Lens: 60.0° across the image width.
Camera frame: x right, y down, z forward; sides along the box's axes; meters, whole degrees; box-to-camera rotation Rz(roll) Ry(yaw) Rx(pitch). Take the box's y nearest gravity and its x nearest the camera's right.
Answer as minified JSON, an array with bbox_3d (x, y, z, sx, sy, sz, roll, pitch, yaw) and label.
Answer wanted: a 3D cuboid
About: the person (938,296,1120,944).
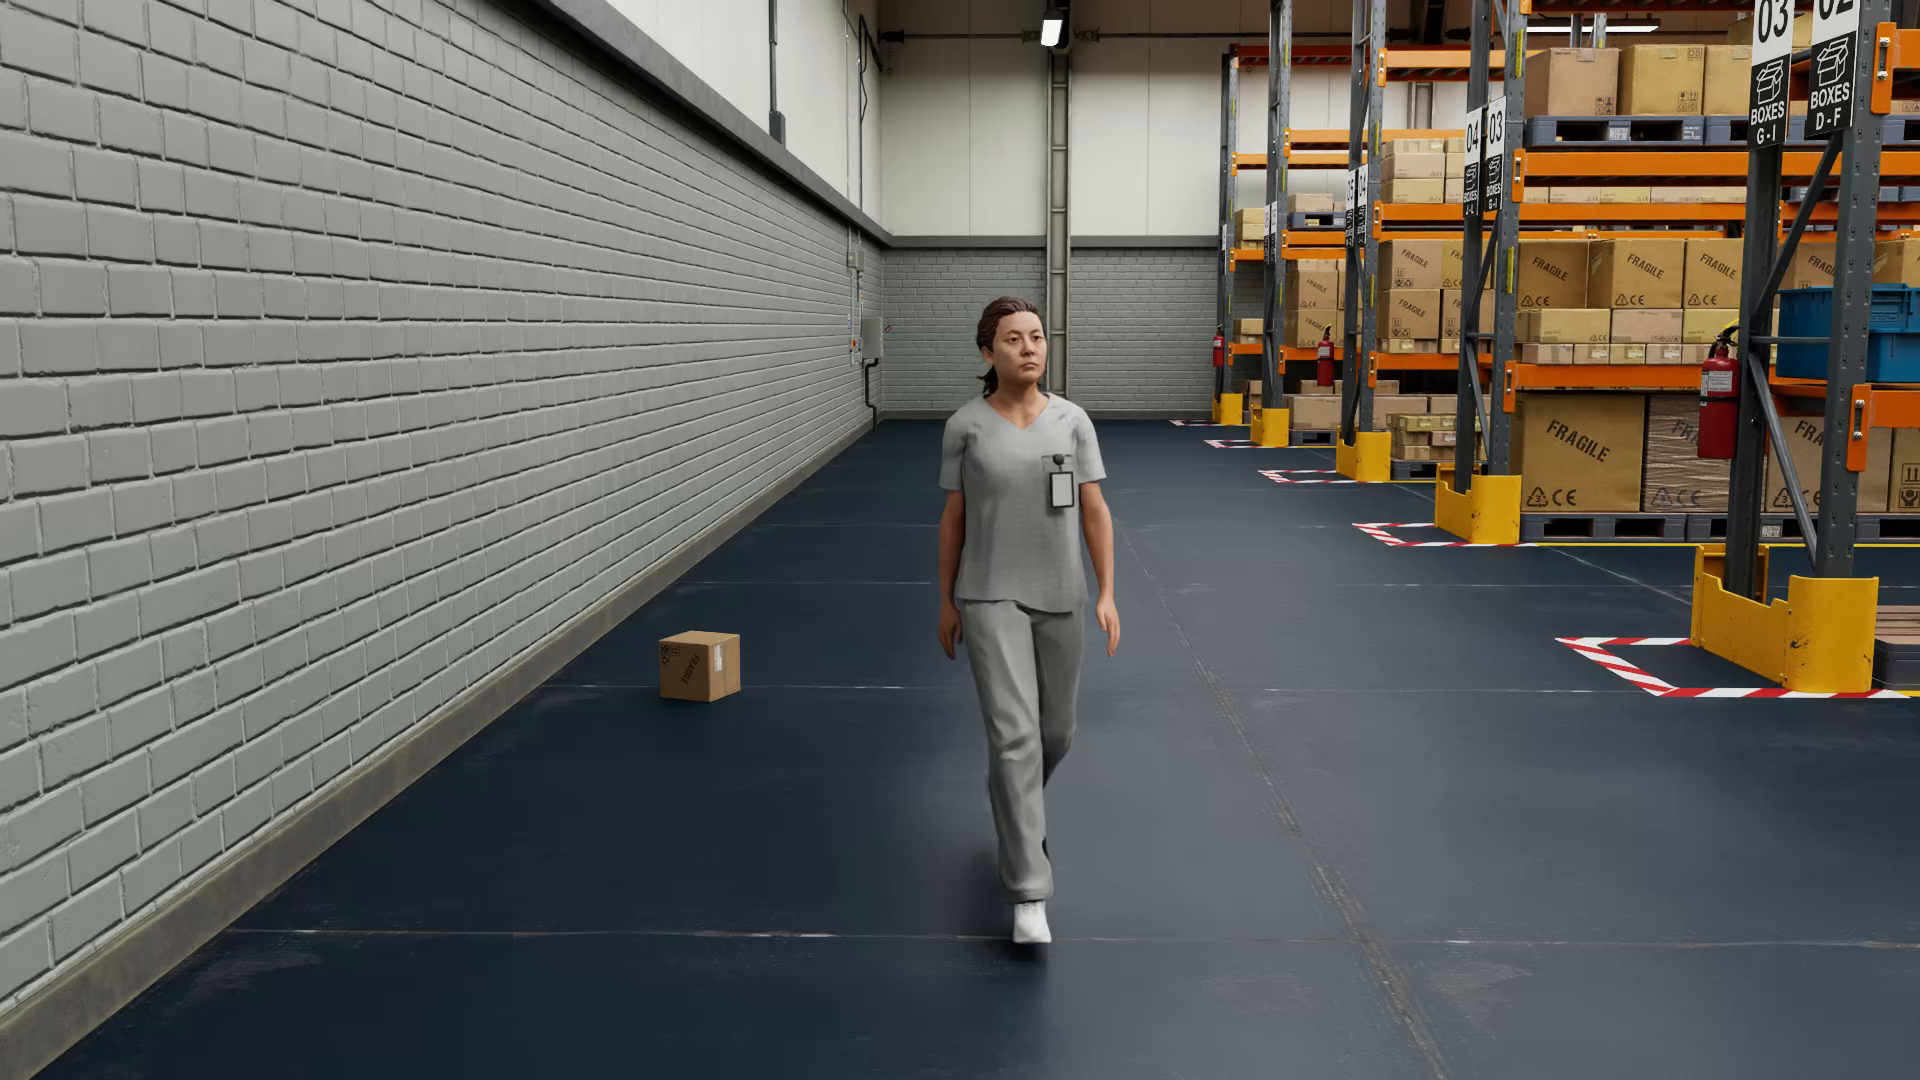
[{"bbox_3d":[0.178,0.165,4.484,0.455,1.628,0.962,-1,7,-11],"label":"person"}]
